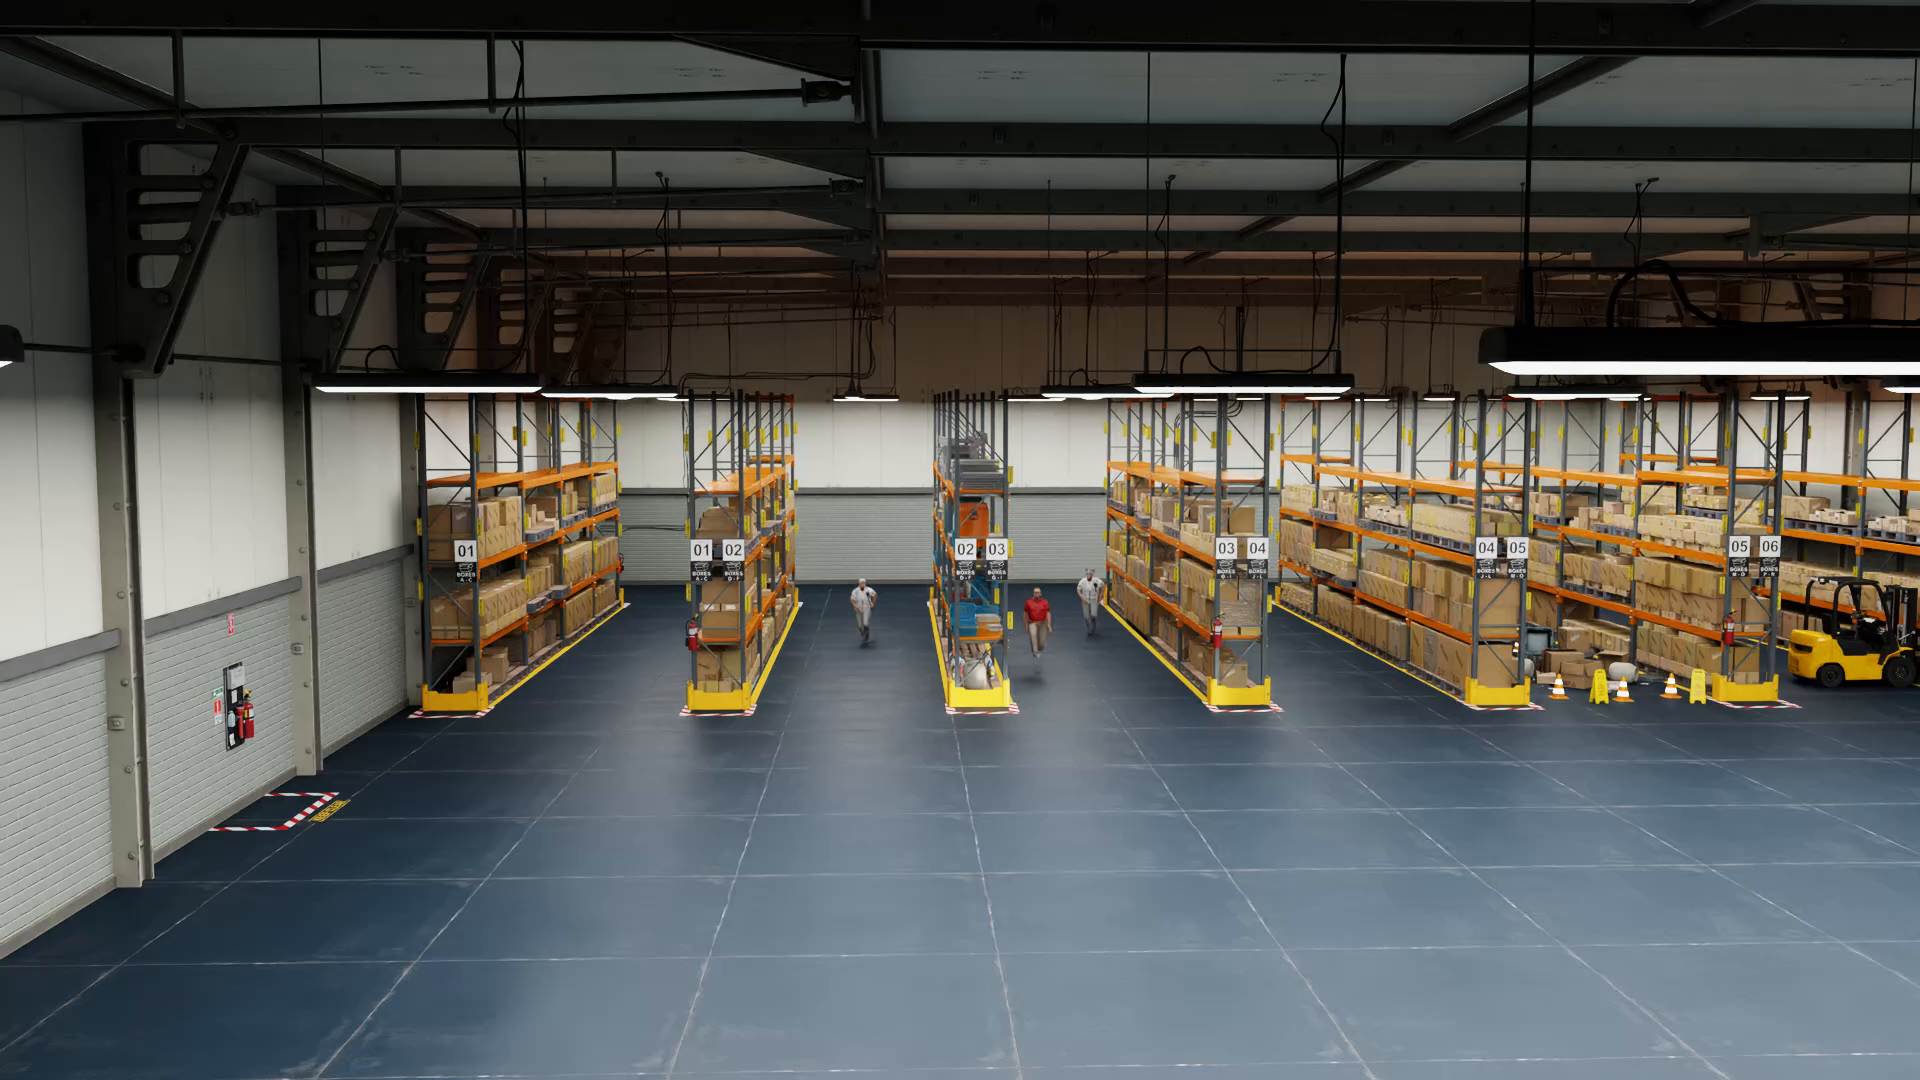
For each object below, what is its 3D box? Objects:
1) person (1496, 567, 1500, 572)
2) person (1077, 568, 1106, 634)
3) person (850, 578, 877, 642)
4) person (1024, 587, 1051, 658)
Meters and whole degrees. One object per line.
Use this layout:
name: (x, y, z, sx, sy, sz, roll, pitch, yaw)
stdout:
person: (13.024, 1.551, 40.346, 0.583, 1.783, 0.553, 0, 5, 0)
person: (3.253, 1.512, 41.398, 0.674, 1.683, 0.726, 1, 5, 7)
person: (-2.302, 1.688, 39.824, 0.600, 1.581, 0.756, 1, 5, 9)
person: (1.689, 1.780, 35.831, 0.553, 1.501, 1.024, -1, 5, -10)
